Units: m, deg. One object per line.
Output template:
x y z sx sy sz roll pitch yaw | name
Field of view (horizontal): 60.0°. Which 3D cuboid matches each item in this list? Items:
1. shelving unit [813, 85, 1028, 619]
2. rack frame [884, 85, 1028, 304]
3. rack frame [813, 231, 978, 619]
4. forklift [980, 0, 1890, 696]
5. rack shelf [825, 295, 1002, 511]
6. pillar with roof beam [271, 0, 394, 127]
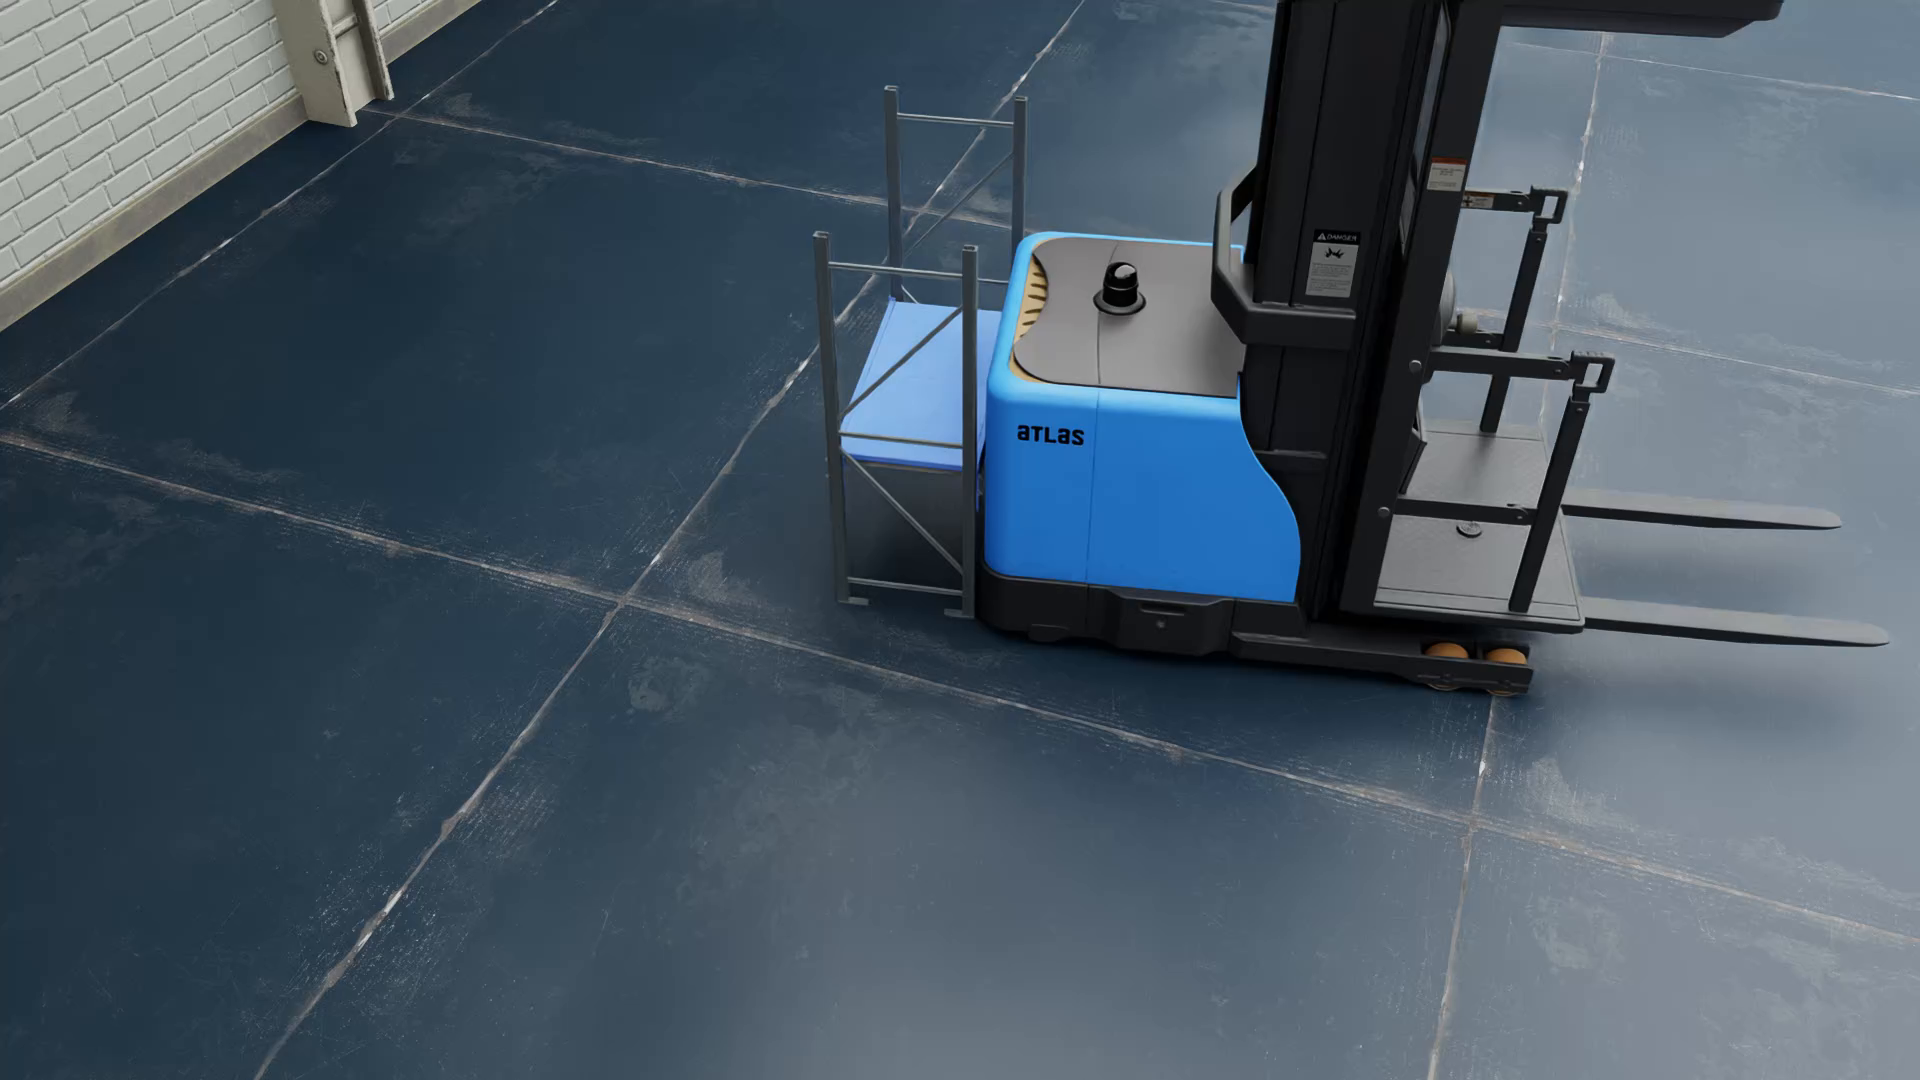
-0.104 -0.651 5.857 0.538 1.500 1.048 7 41 8 | shelving unit
-0.014 -0.976 6.238 0.500 1.500 0.032 7 41 8 | rack frame
-0.194 -0.326 5.477 0.500 1.500 0.032 7 41 8 | rack frame
1.629 -0.957 5.113 3.031 2.935 1.130 5 41 6 | forklift
-0.104 -0.514 5.974 0.538 0.185 1.000 7 41 8 | rack shelf
0.743 -4.810 4.954 9.100 9.000 0.400 13 42 15 | pillar with roof beam
